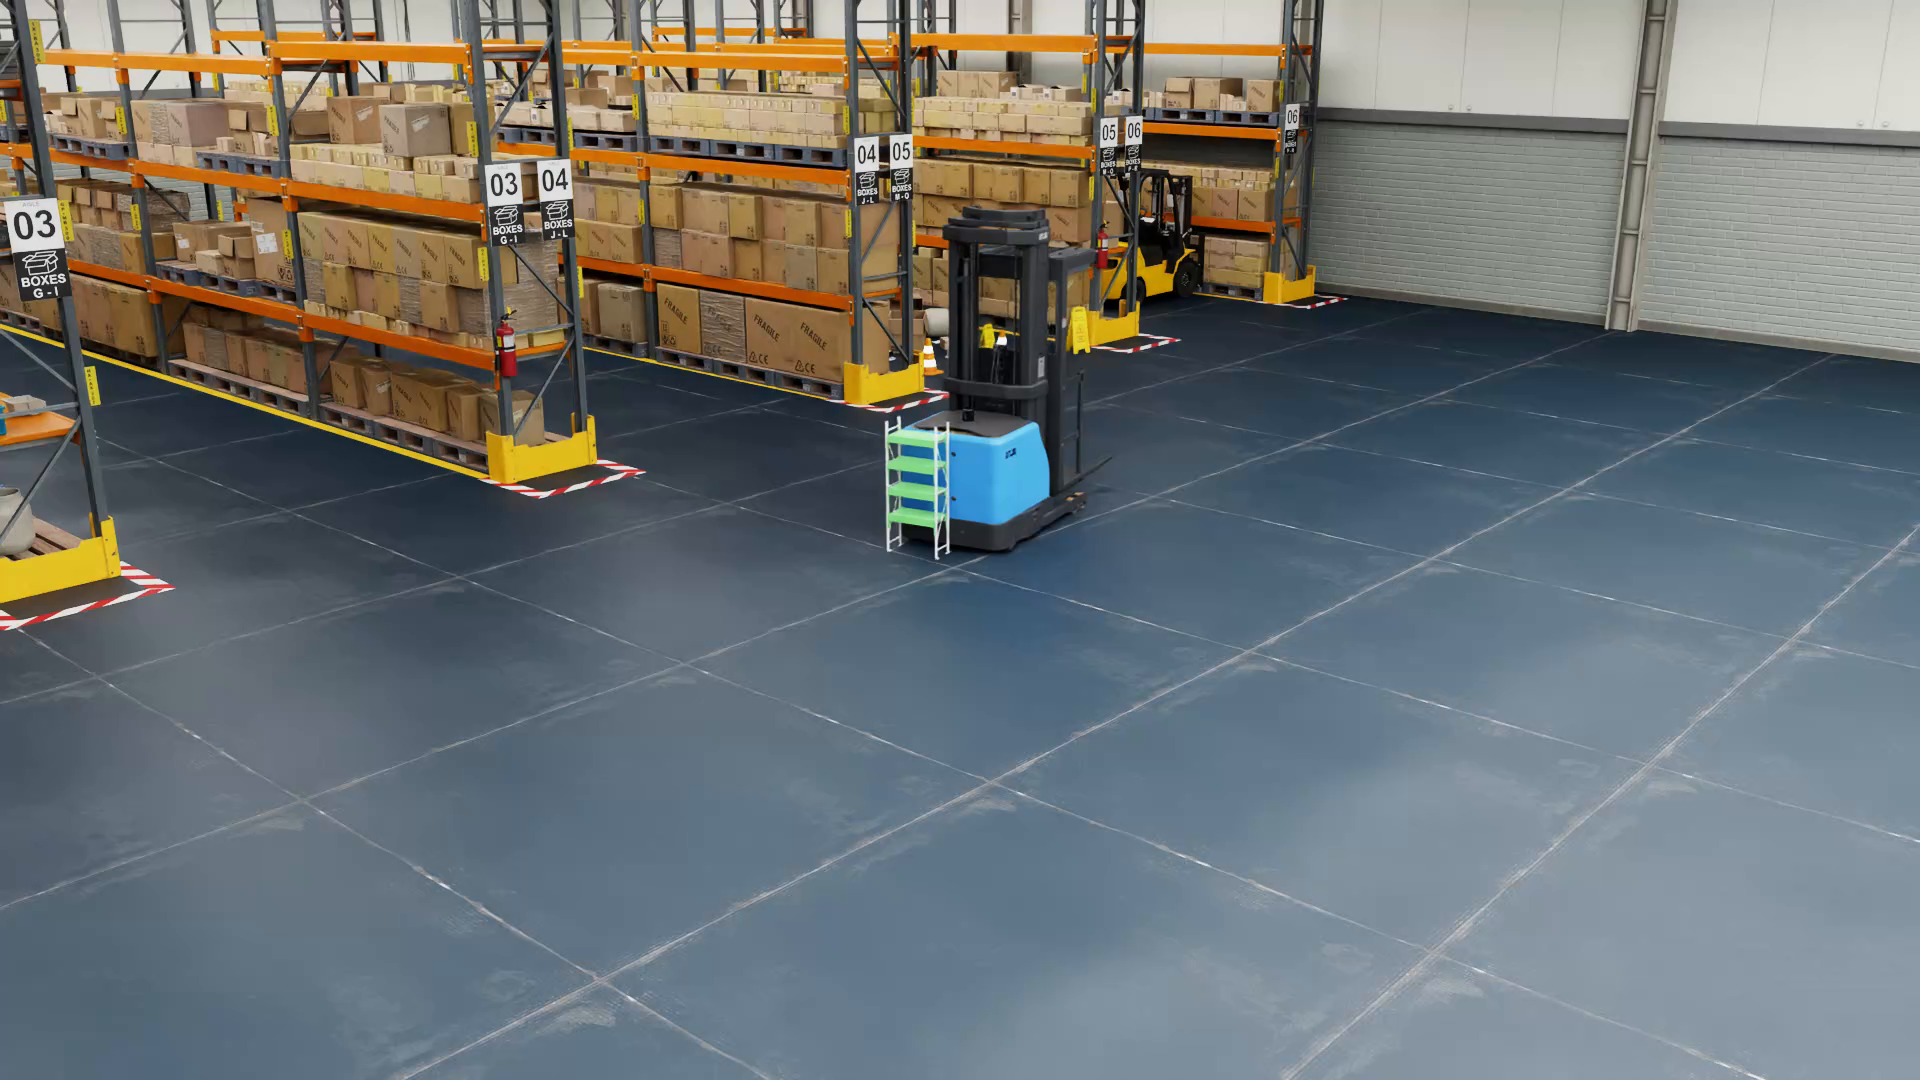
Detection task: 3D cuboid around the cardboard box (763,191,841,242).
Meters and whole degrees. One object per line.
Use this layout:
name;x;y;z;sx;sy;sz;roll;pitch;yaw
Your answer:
cardboard box;-2.018;-4.154;21.347;0.550;0.550;0.875;15;23;39

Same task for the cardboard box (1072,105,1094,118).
cardboard box;1.796;-6.083;23.597;0.250;0.149;0.380;15;23;40

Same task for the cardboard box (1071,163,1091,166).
cardboard box;2.259;-6.860;30.671;0.250;0.149;0.380;14;22;37

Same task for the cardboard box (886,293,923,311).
cardboard box;-0.849;-3.482;25.390;0.500;0.500;0.500;-3;18;-8

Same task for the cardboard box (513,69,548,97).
cardboard box;-8.314;-8.891;32.323;0.500;0.500;0.500;16;23;40

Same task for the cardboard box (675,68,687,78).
cardboard box;-5.897;-10.214;36.447;0.500;0.250;0.500;15;23;39

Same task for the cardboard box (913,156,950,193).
cardboard box;-0.562;-5.724;26.016;0.500;0.500;0.700;15;23;39

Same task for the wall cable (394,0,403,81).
wall cable;-13.662;-11.712;37.277;0.029;3.000;2.355;15;23;39

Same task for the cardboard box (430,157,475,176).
cardboard box;-5.142;-3.792;16.870;0.250;0.149;0.380;14;22;37

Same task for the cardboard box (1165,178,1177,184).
cardboard box;3.752;-6.237;28.707;0.250;0.149;0.380;14;23;38

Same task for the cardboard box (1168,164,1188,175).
cardboard box;3.801;-6.399;28.726;0.250;0.149;0.380;15;23;39

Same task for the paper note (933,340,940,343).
paper note;-0.319;-2.915;24.404;0.148;0.019;0.142;-9;20;-27

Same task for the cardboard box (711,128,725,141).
cardboard box;-2.956;-5.207;21.296;0.250;0.149;0.380;15;23;39

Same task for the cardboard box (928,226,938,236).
cardboard box;-0.282;-4.854;26.001;0.250;0.149;0.380;15;23;39

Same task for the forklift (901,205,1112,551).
forklift;0.589;-1.701;15.765;1.130;2.935;3.031;9;20;26

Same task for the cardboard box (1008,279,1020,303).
cardboard box;1.080;-3.845;25.017;0.500;0.500;0.500;16;24;41

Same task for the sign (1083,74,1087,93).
sign;2.192;-8.020;29.229;0.005;0.325;0.100;15;23;39

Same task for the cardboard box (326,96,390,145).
cardboard box;-6.819;-4.778;18.903;0.500;0.500;0.500;14;22;38

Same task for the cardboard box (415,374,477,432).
cardboard box;-5.714;-1.530;18.550;0.500;0.500;0.500;-16;23;-41

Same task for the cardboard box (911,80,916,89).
cardboard box;-0.900;-8.814;32.202;0.250;0.149;0.380;16;24;41

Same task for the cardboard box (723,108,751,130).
cardboard box;-2.642;-5.337;21.047;0.500;0.250;0.500;15;23;40

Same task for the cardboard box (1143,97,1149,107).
cardboard box;3.254;-7.563;28.720;0.250;0.149;0.380;16;24;41

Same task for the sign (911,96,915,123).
sign;-0.592;-5.260;20.331;0.005;0.325;0.100;15;23;39

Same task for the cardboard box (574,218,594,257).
cardboard box;-5.281;-4.350;23.831;0.500;0.500;0.500;15;23;40

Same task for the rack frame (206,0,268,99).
rack frame;-12.932;-9.324;29.752;0.127;3.000;1.000;15;23;39

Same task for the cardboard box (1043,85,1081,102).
cardboard box;1.842;-8.044;29.967;0.500;0.311;0.500;14;22;38

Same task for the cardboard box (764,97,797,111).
cardboard box;-2.200;-5.384;20.536;0.250;0.149;0.380;15;23;39

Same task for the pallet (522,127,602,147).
pallet;-5.593;-5.856;24.098;1.213;0.211;1.003;16;24;42

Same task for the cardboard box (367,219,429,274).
cardboard box;-6.027;-3.173;17.978;0.500;0.500;0.500;15;23;39

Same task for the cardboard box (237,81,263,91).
cardboard box;-12.508;-8.008;29.328;0.250;0.149;0.380;15;23;39

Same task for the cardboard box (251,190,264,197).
cardboard box;-12.363;-6.399;29.798;0.500;0.500;0.500;15;23;39

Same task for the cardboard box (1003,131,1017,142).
cardboard box;0.853;-5.974;24.570;0.250;0.149;0.380;14;22;38

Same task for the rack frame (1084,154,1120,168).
rack frame;2.545;-6.319;30.201;0.127;3.000;1.000;15;23;39

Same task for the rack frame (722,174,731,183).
rack frame;-3.739;-5.998;29.191;0.127;3.000;1.000;15;23;39

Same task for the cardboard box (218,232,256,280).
cardboard box;-8.683;-3.529;20.547;0.797;0.503;0.637;-15;23;-40

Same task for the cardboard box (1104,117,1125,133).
cardboard box;2.046;-6.053;24.162;0.500;0.250;0.500;15;23;38

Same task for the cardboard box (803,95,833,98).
cardboard box;-1.763;-5.533;21.004;0.250;0.149;0.380;15;23;38

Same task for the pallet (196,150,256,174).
pallet;-8.493;-4.649;20.291;1.003;0.211;1.213;15;23;39

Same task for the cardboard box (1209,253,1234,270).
cardboard box;4.597;-4.774;28.358;0.500;0.250;0.500;15;23;39

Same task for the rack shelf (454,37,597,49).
rack shelf;-8.226;-9.529;32.249;4.000;0.370;1.077;15;23;39

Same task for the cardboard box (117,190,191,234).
cardboard box;-10.853;-4.432;22.434;0.637;0.503;0.797;16;24;41

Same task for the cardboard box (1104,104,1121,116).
cardboard box;2.115;-6.199;23.964;0.250;0.149;0.380;15;23;39

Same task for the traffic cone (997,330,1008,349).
traffic cone;0.585;-2.658;22.860;0.334;0.463;0.336;15;23;39

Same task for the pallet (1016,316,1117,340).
pallet;1.604;-3.249;25.139;1.213;0.211;1.003;15;23;39

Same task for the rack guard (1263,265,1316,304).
rack guard;5.555;-4.319;28.034;0.348;0.500;1.175;15;23;39

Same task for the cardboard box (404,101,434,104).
cardboard box;-8.298;-6.591;25.936;0.500;0.500;0.500;15;23;39

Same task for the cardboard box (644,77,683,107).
cardboard box;-5.249;-7.964;29.567;0.500;0.500;0.500;15;23;40

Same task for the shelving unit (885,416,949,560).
shelving unit;-0.376;-0.461;14.718;0.503;1.200;0.258;9;20;26

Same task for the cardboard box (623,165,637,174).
cardboard box;-5.820;-6.975;30.451;0.500;0.500;0.500;14;23;38

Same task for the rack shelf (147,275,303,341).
rack shelf;-8.821;-3.012;20.970;4.000;0.370;1.077;15;23;39

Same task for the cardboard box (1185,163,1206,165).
cardboard box;4.090;-6.499;29.041;0.250;0.149;0.380;16;24;41

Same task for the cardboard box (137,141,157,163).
cardboard box;-10.134;-4.962;21.216;0.500;0.250;0.500;16;23;40

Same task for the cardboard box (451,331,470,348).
cardboard box;-5.091;-2.129;17.416;0.250;0.149;0.380;15;23;39

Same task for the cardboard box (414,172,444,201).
cardboard box;-5.237;-3.647;17.072;0.500;0.250;0.500;15;23;40

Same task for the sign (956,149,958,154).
sign;-0.081;-7.800;32.955;0.005;0.325;0.100;15;23;39
